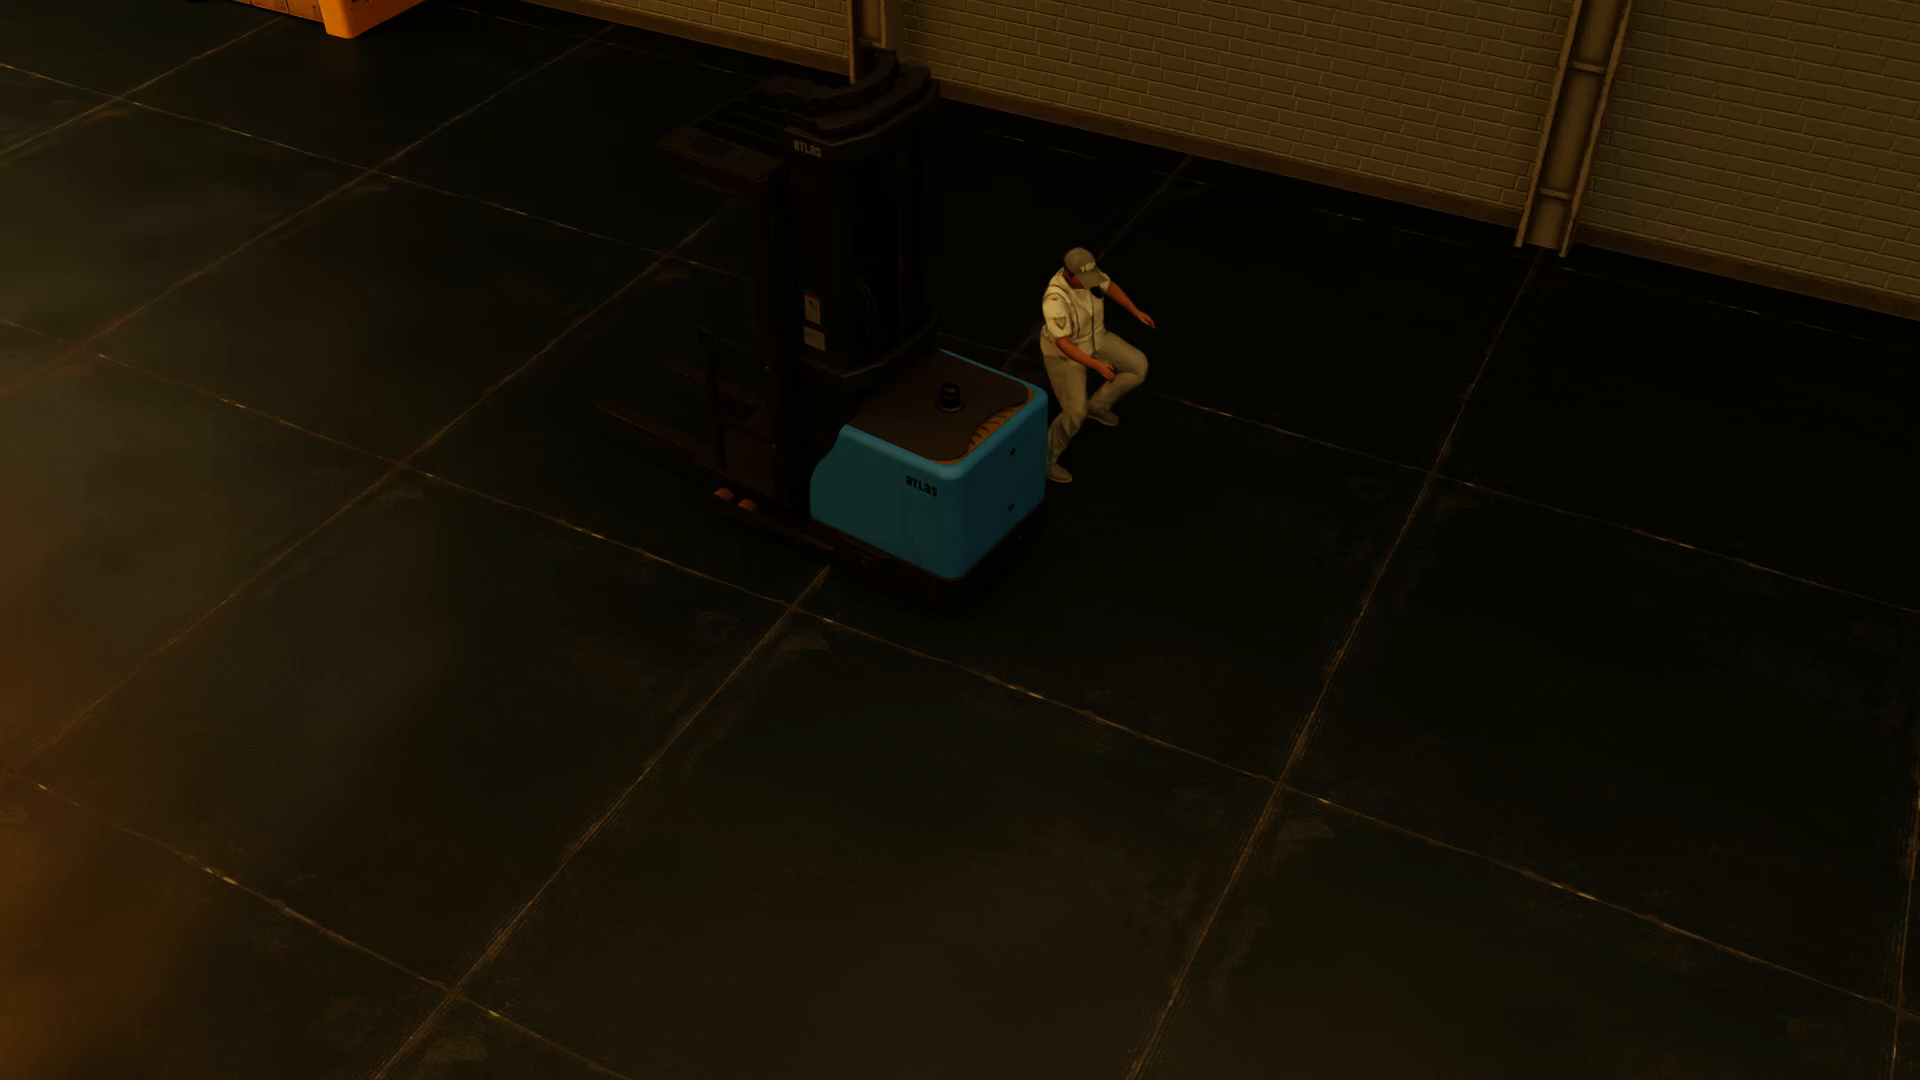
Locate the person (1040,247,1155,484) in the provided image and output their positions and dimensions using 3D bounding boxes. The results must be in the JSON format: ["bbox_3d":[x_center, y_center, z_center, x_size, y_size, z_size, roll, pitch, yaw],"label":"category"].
[{"bbox_3d":[0.838,-1.171,10.510,0.745,1.477,0.853,32,49,32],"label":"person"}]

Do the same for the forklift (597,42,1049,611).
[{"bbox_3d":[-0.969,-1.460,9.720,3.031,2.935,1.130,24,46,26],"label":"forklift"}]
